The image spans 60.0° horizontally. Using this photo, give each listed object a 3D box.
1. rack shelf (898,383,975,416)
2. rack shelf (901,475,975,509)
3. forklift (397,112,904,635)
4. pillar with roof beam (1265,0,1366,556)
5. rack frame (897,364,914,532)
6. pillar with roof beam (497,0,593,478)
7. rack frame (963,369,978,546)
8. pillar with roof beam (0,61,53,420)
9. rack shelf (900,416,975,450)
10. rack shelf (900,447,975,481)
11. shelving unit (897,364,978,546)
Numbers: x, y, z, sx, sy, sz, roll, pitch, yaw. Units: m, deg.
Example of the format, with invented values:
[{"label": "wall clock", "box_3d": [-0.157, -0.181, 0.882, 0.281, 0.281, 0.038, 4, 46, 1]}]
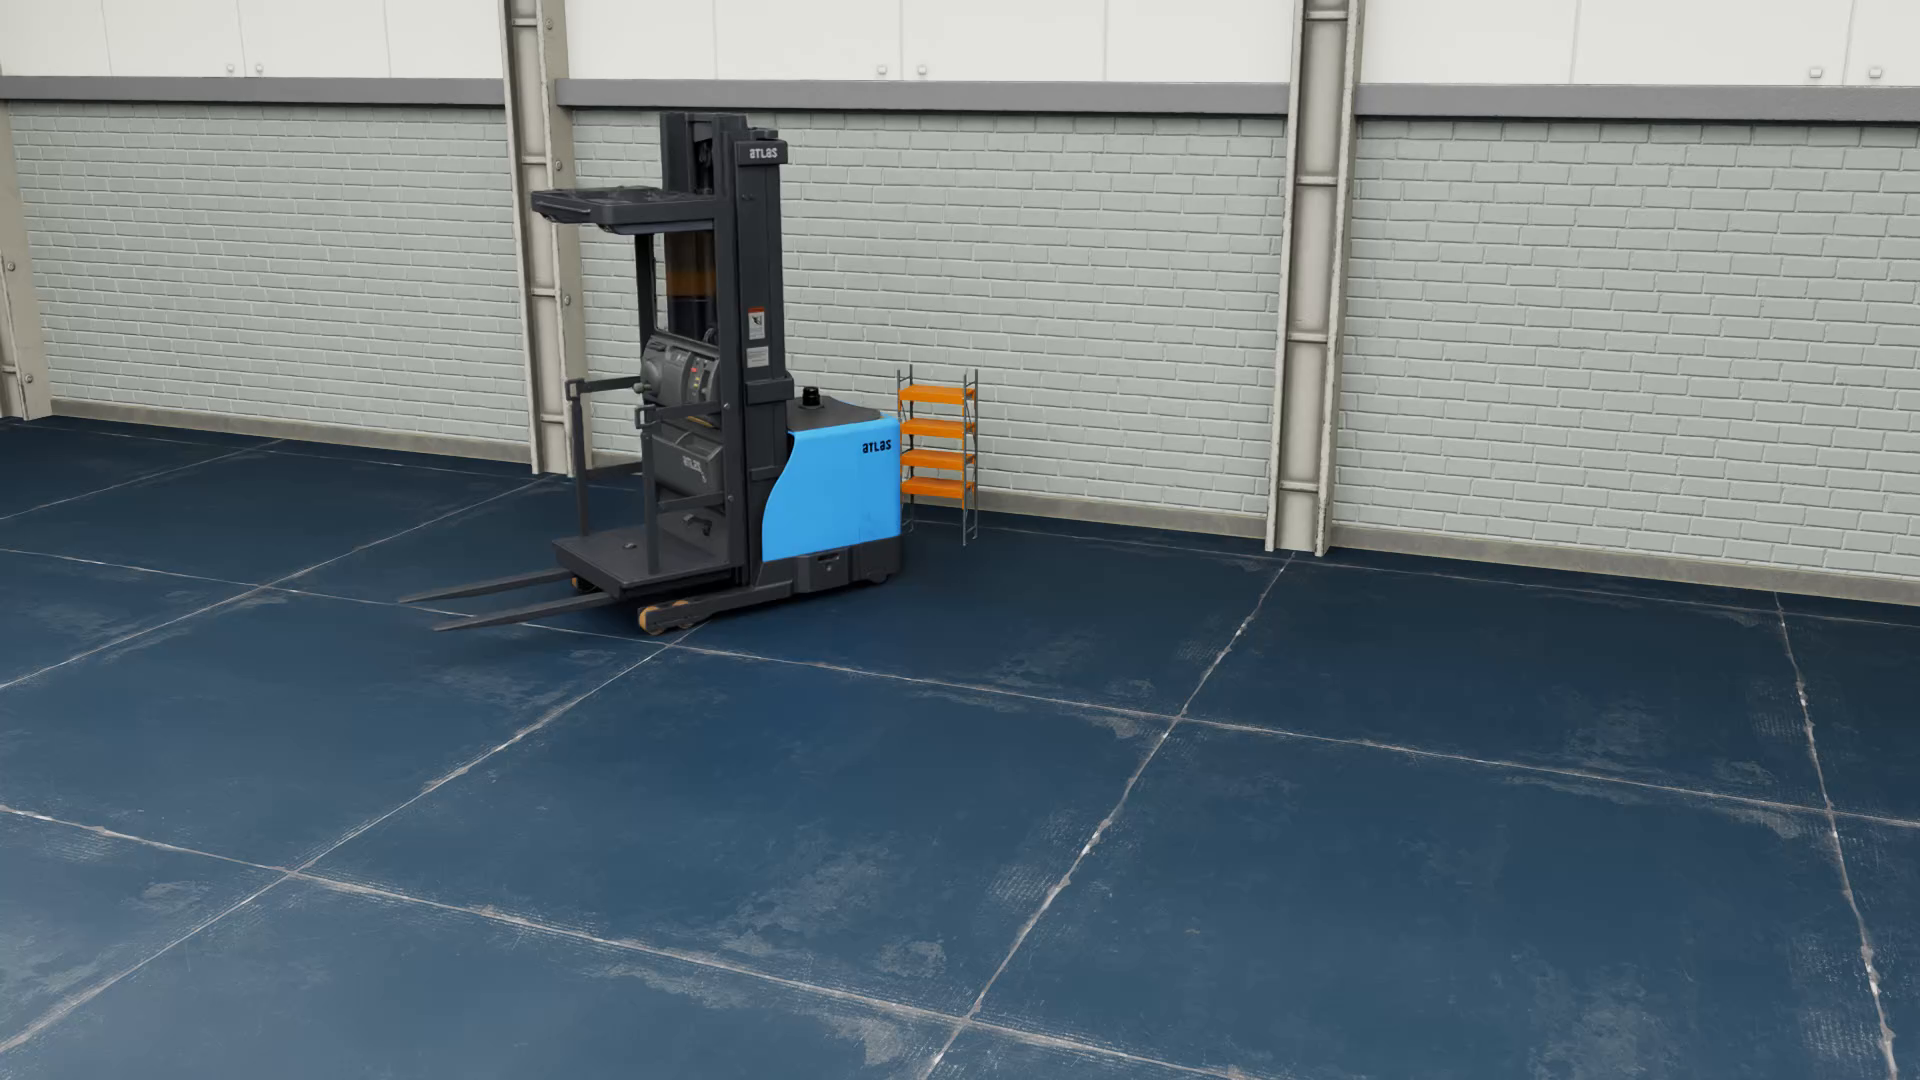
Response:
[{"label": "rack shelf", "box_3d": [-0.154, -0.971, 11.455, 0.480, 0.148, 0.258, 6, 17, 21]}, {"label": "rack shelf", "box_3d": [-0.154, -0.338, 11.639, 0.480, 0.148, 0.258, 6, 17, 21]}, {"label": "forklift", "box_3d": [-1.858, -1.018, 9.922, 3.031, 2.935, 1.130, -11, 20, -34]}, {"label": "pillar with roof beam", "box_3d": [0.756, -3.153, 6.394, 0.400, 9.000, 9.100, 6, 17, 21]}, {"label": "rack frame", "box_3d": [-0.381, -0.618, 11.651, 0.015, 1.200, 0.240, 6, 17, 21]}, {"label": "pillar with roof beam", "box_3d": [-4.826, -3.767, 8.508, 0.400, 9.000, 9.100, 6, 17, 21]}, {"label": "rack frame", "box_3d": [0.073, -0.568, 11.479, 0.015, 1.200, 0.240, 6, 17, 21]}, {"label": "pillar with roof beam", "box_3d": [-10.407, -4.381, 10.622, 0.400, 9.000, 9.100, 6, 17, 21]}, {"label": "rack shelf", "box_3d": [-0.154, -0.743, 11.521, 0.480, 0.148, 0.258, 6, 17, 21]}, {"label": "rack shelf", "box_3d": [-0.154, -0.529, 11.583, 0.480, 0.148, 0.258, 6, 17, 21]}, {"label": "shelving unit", "box_3d": [-0.154, -0.593, 11.565, 0.503, 1.200, 0.258, 6, 17, 21]}]
